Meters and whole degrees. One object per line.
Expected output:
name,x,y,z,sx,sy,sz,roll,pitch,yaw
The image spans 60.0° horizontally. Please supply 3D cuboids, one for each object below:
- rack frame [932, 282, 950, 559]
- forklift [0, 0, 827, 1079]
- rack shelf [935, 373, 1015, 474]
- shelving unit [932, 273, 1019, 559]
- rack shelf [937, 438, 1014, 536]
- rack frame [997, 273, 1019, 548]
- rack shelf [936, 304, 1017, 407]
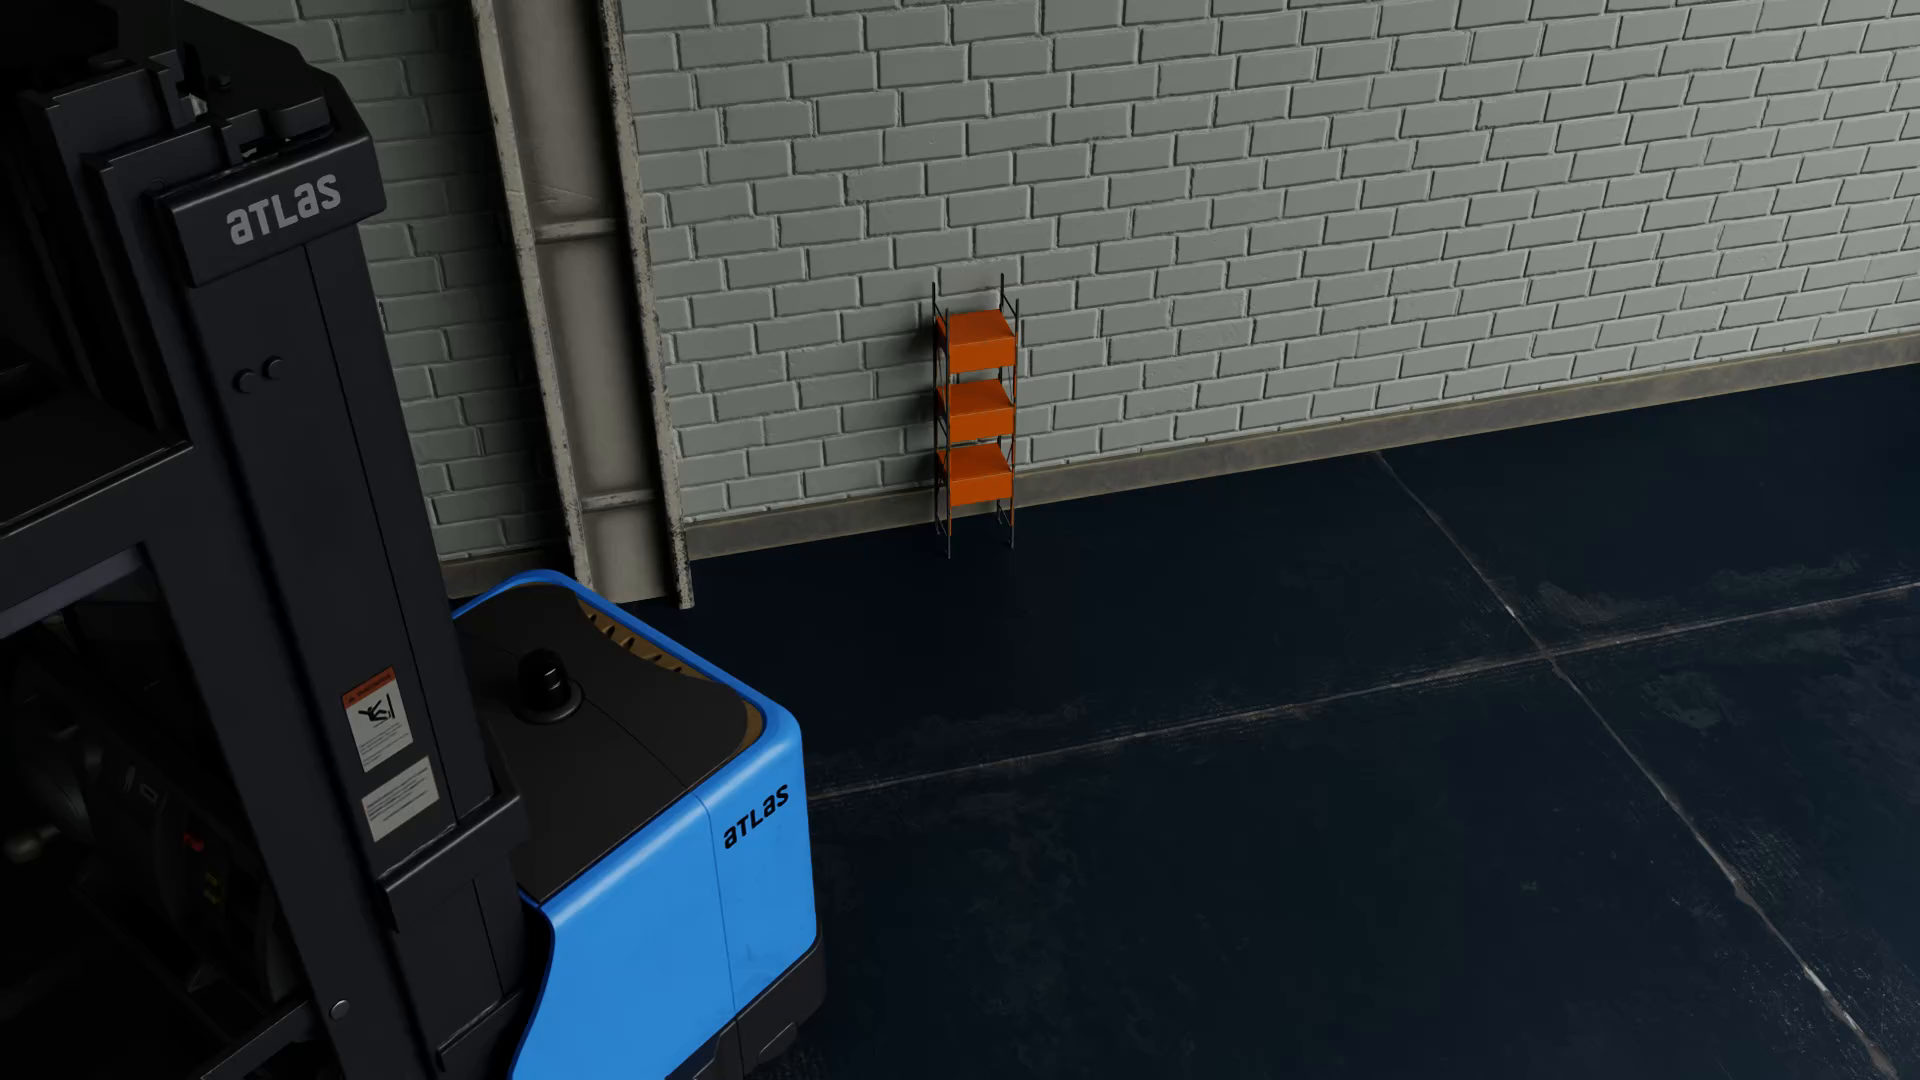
rack frame,-0.066,-0.406,5.917,0.008,1.050,0.200,-9,38,-12
forklift,-1.685,0.617,3.031,1.130,2.935,3.031,27,45,30
rack shelf,0.052,-0.417,5.949,0.240,0.259,0.215,-9,38,-12
shelving unit,0.052,-0.425,5.942,0.252,1.050,0.215,-9,38,-12
rack shelf,0.052,-0.196,6.117,0.240,0.259,0.215,-9,38,-12
rack frame,0.169,-0.445,5.967,0.008,1.050,0.200,-9,38,-12
rack shelf,0.052,-0.642,5.776,0.240,0.259,0.215,-9,38,-12
